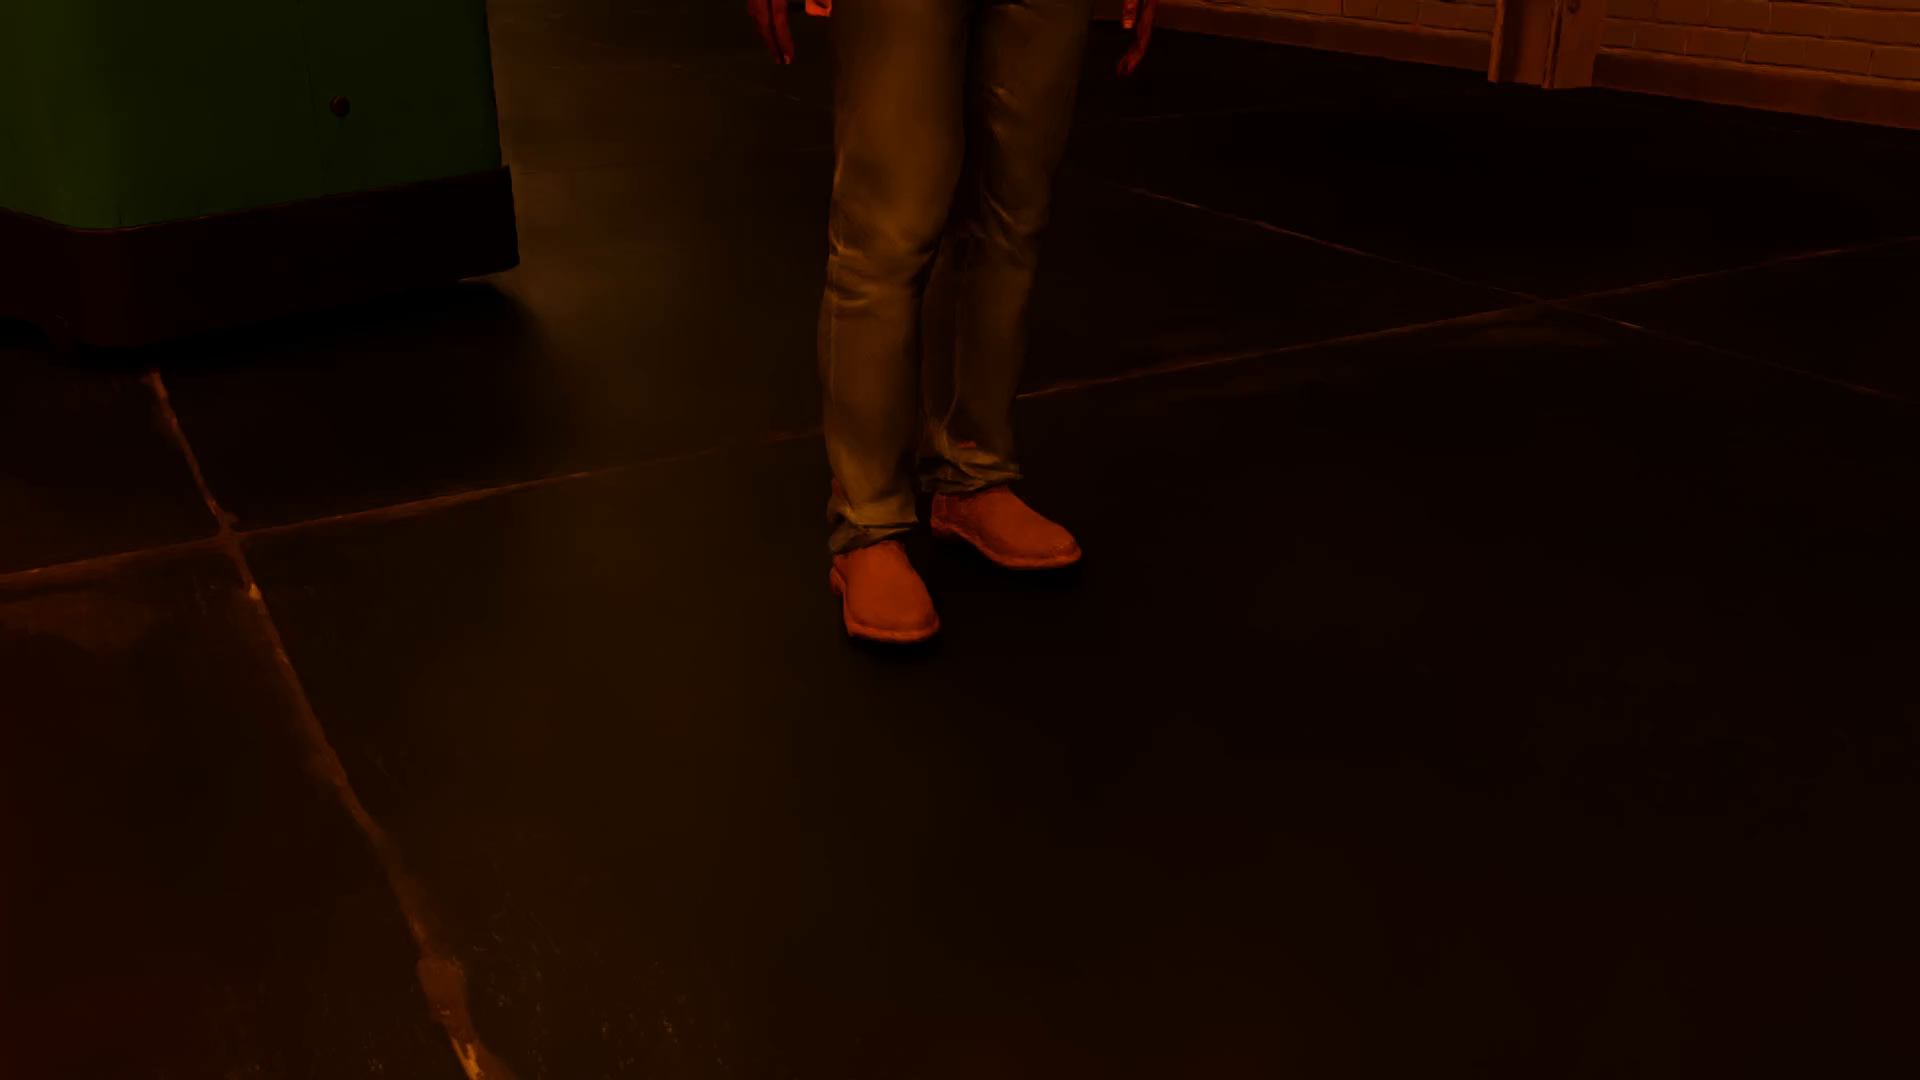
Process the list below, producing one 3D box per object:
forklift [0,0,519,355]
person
[{"bbox_3d":[-2.544,-2.189,4.107,3.031,2.935,1.130,18,28,36],"label":"forklift"},{"bbox_3d":[0.030,-0.800,2.238,0.665,1.766,0.576,-12,25,-28],"label":"person"}]
